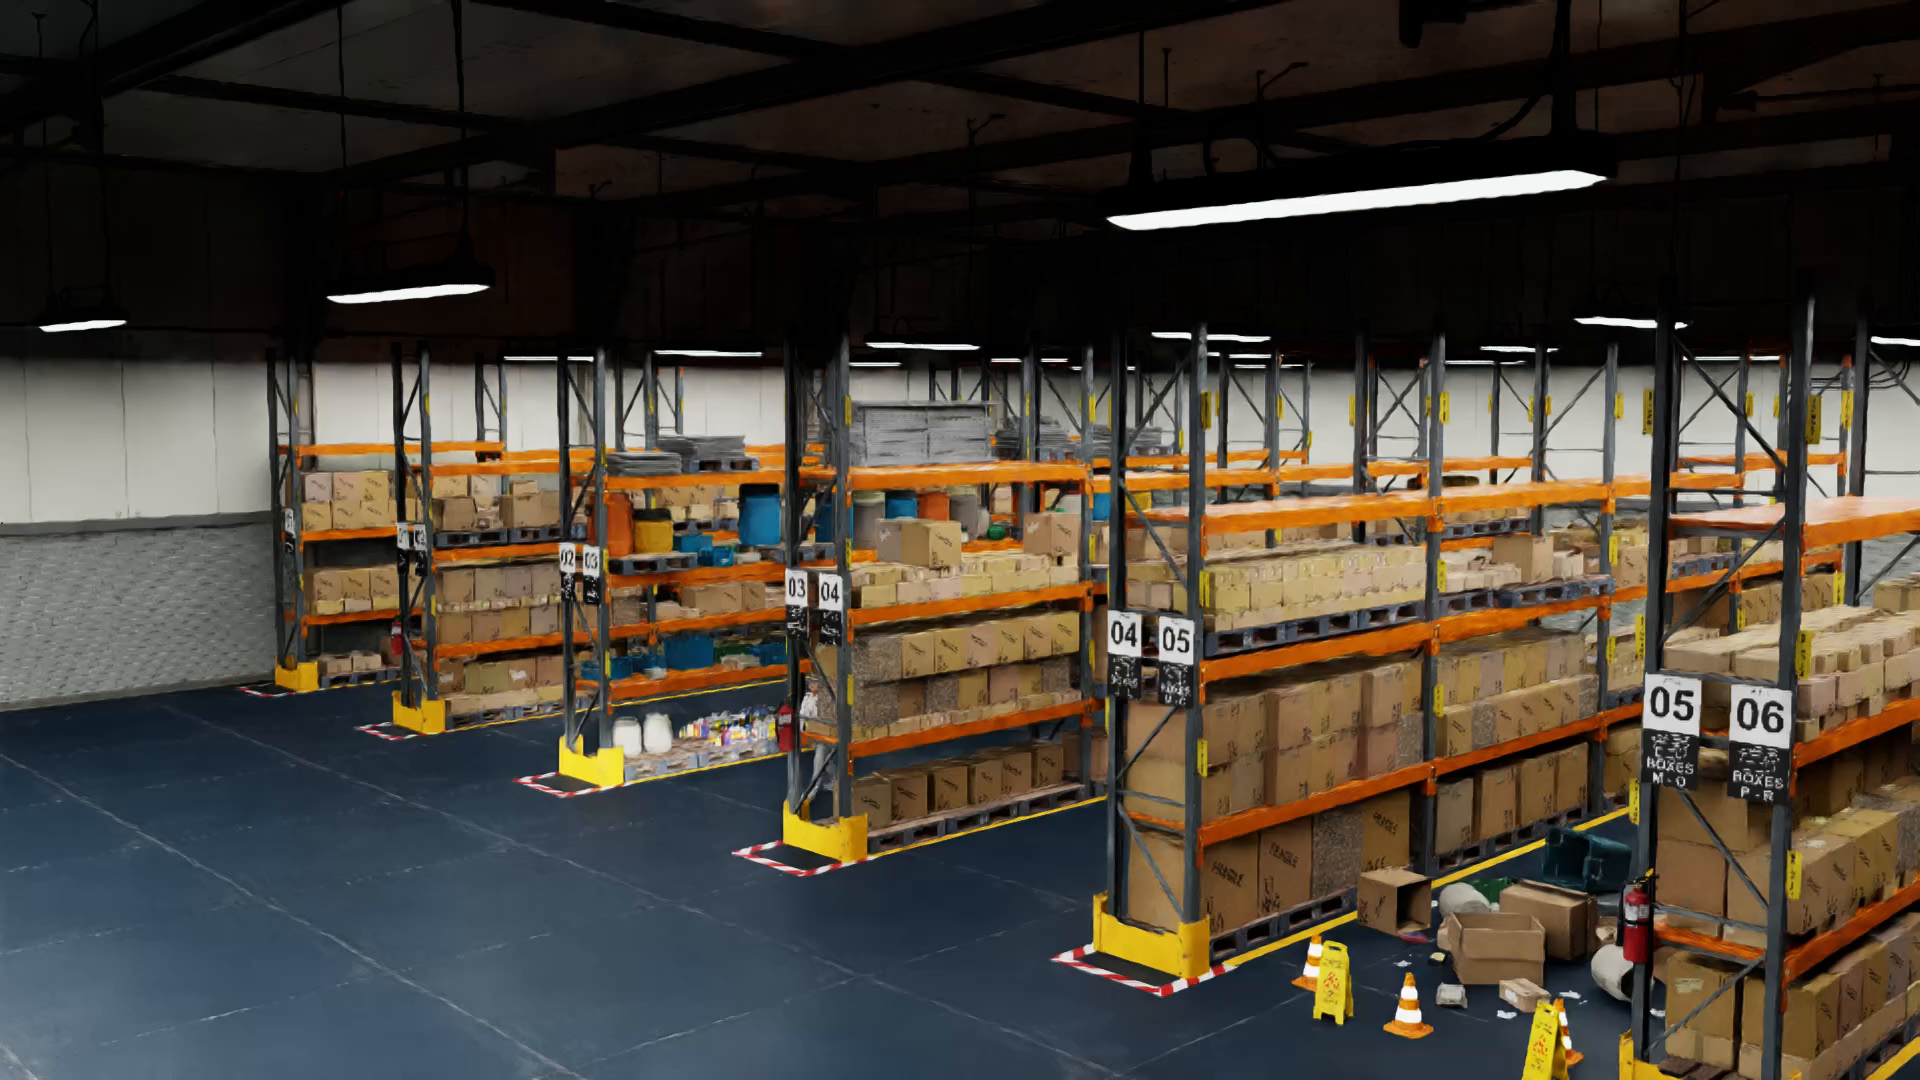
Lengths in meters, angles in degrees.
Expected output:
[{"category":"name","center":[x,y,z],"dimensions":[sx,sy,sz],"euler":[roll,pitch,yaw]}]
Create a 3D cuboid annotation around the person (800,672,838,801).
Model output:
[{"category":"person","center":[-1.840,2.487,21.407],"dimensions":[0.483,1.621,0.993],"euler":[4,6,38]}]
